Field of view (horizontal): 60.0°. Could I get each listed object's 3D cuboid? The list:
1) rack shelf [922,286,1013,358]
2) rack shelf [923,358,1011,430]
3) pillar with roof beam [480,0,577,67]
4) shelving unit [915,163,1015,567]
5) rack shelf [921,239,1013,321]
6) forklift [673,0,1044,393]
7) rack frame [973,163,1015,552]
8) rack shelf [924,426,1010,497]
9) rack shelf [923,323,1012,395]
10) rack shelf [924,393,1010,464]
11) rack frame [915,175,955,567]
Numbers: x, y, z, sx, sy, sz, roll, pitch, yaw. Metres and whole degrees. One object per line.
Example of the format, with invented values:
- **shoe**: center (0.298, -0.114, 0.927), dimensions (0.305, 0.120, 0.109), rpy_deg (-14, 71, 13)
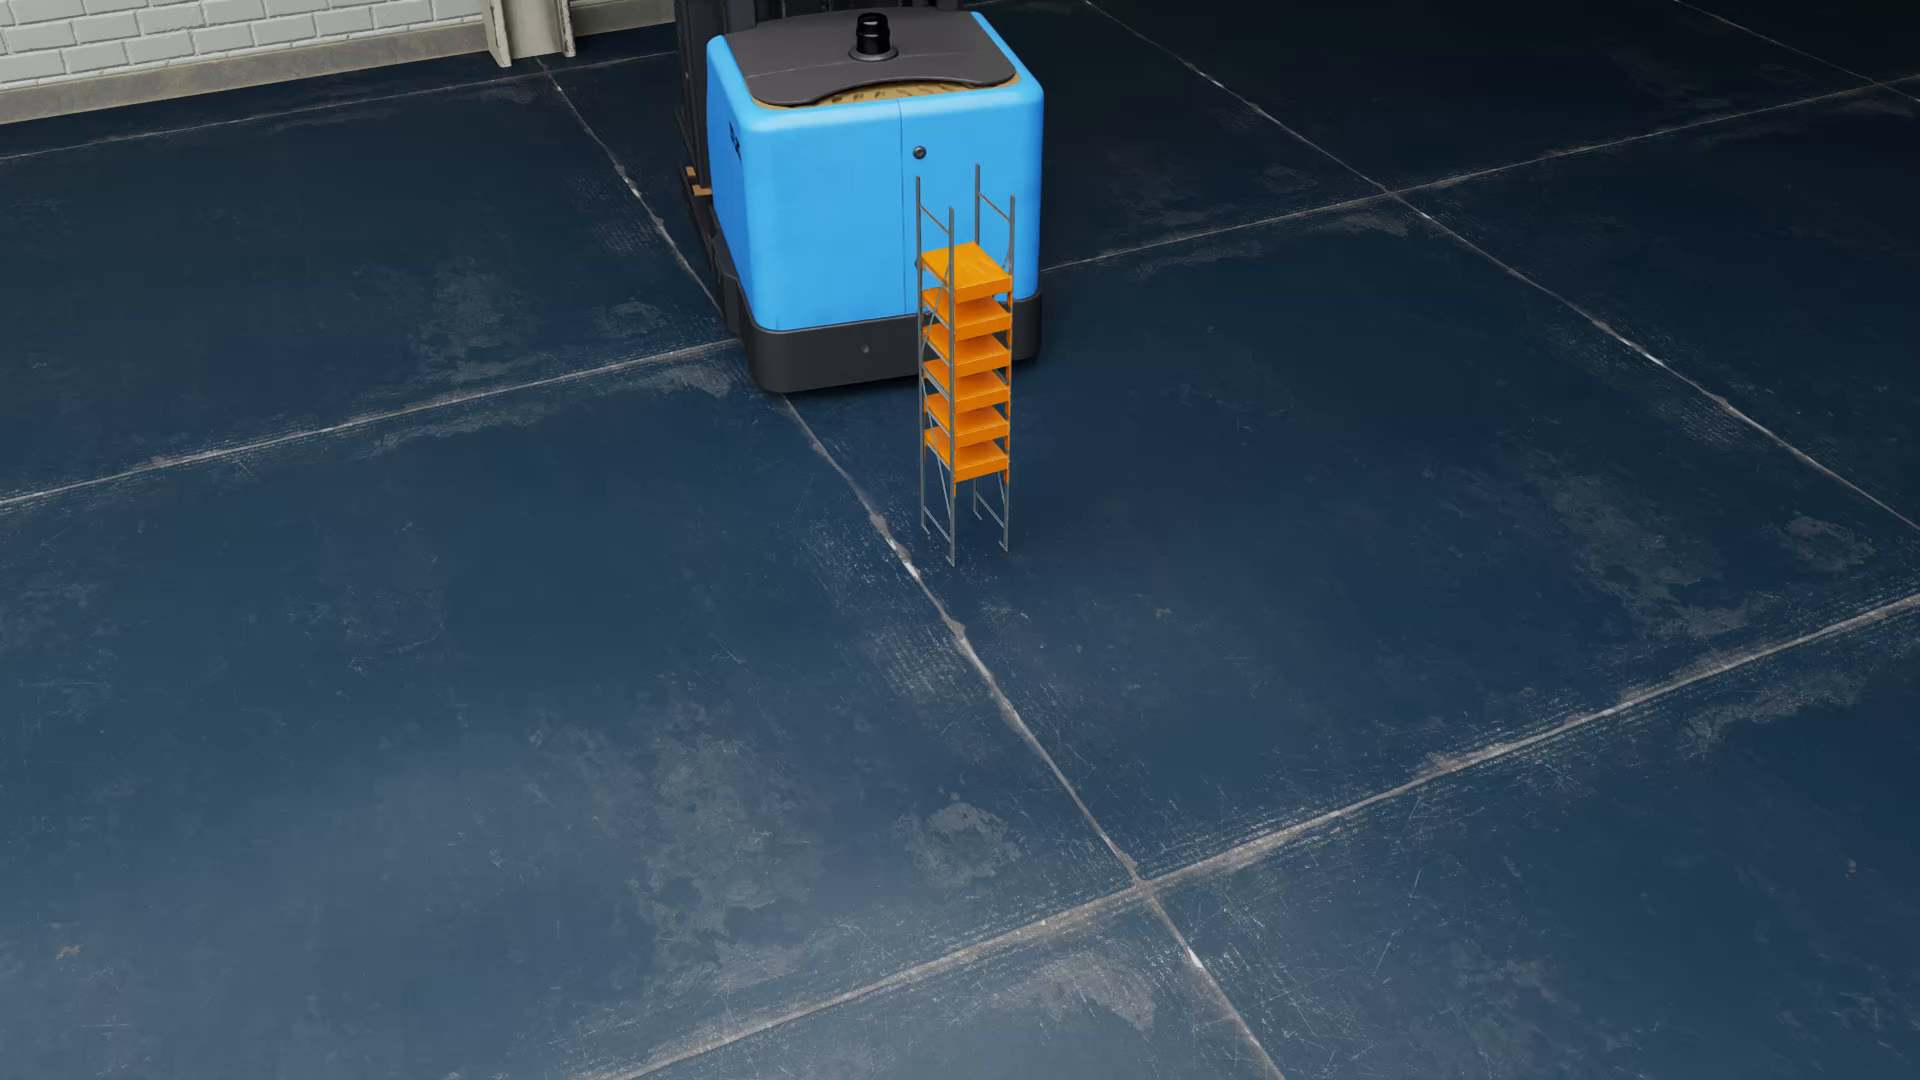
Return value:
- **rack shelf**: center (0.013, -0.643, 4.781), dimensions (0.180, 0.103, 0.258), rpy_deg (-16, 39, -20)
- **rack shelf**: center (0.013, -0.450, 4.924), dimensions (0.180, 0.103, 0.258), rpy_deg (-16, 39, -20)
- **pillar with roof beam**: center (-0.407, -3.845, 2.880), dimensions (0.400, 9.000, 9.100), rpy_deg (-16, 39, -20)
- **shelving unit**: center (0.013, -0.486, 4.898), dimensions (0.189, 1.200, 0.258), rpy_deg (-16, 39, -20)
- **rack shelf**: center (0.013, -0.739, 4.710), dimensions (0.180, 0.103, 0.258), rpy_deg (-16, 39, -20)
- **forklift**: center (-0.588, -2.572, 6.257), dimensions (1.130, 2.935, 3.031), rpy_deg (-9, 38, -12)
- **rack frame**: center (0.096, -0.509, 4.929), dimensions (0.006, 1.200, 0.240), rpy_deg (-16, 39, -20)
- **rack shelf**: center (0.013, -0.257, 5.067), dimensions (0.180, 0.103, 0.258), rpy_deg (-16, 39, -20)
- **rack shelf**: center (0.013, -0.546, 4.852), dimensions (0.180, 0.103, 0.258), rpy_deg (-16, 39, -20)
- **rack shelf**: center (0.013, -0.354, 4.995), dimensions (0.180, 0.103, 0.258), rpy_deg (-16, 39, -20)
- **rack frame**: center (-0.070, -0.462, 4.866), dimensions (0.006, 1.200, 0.240), rpy_deg (-16, 39, -20)
